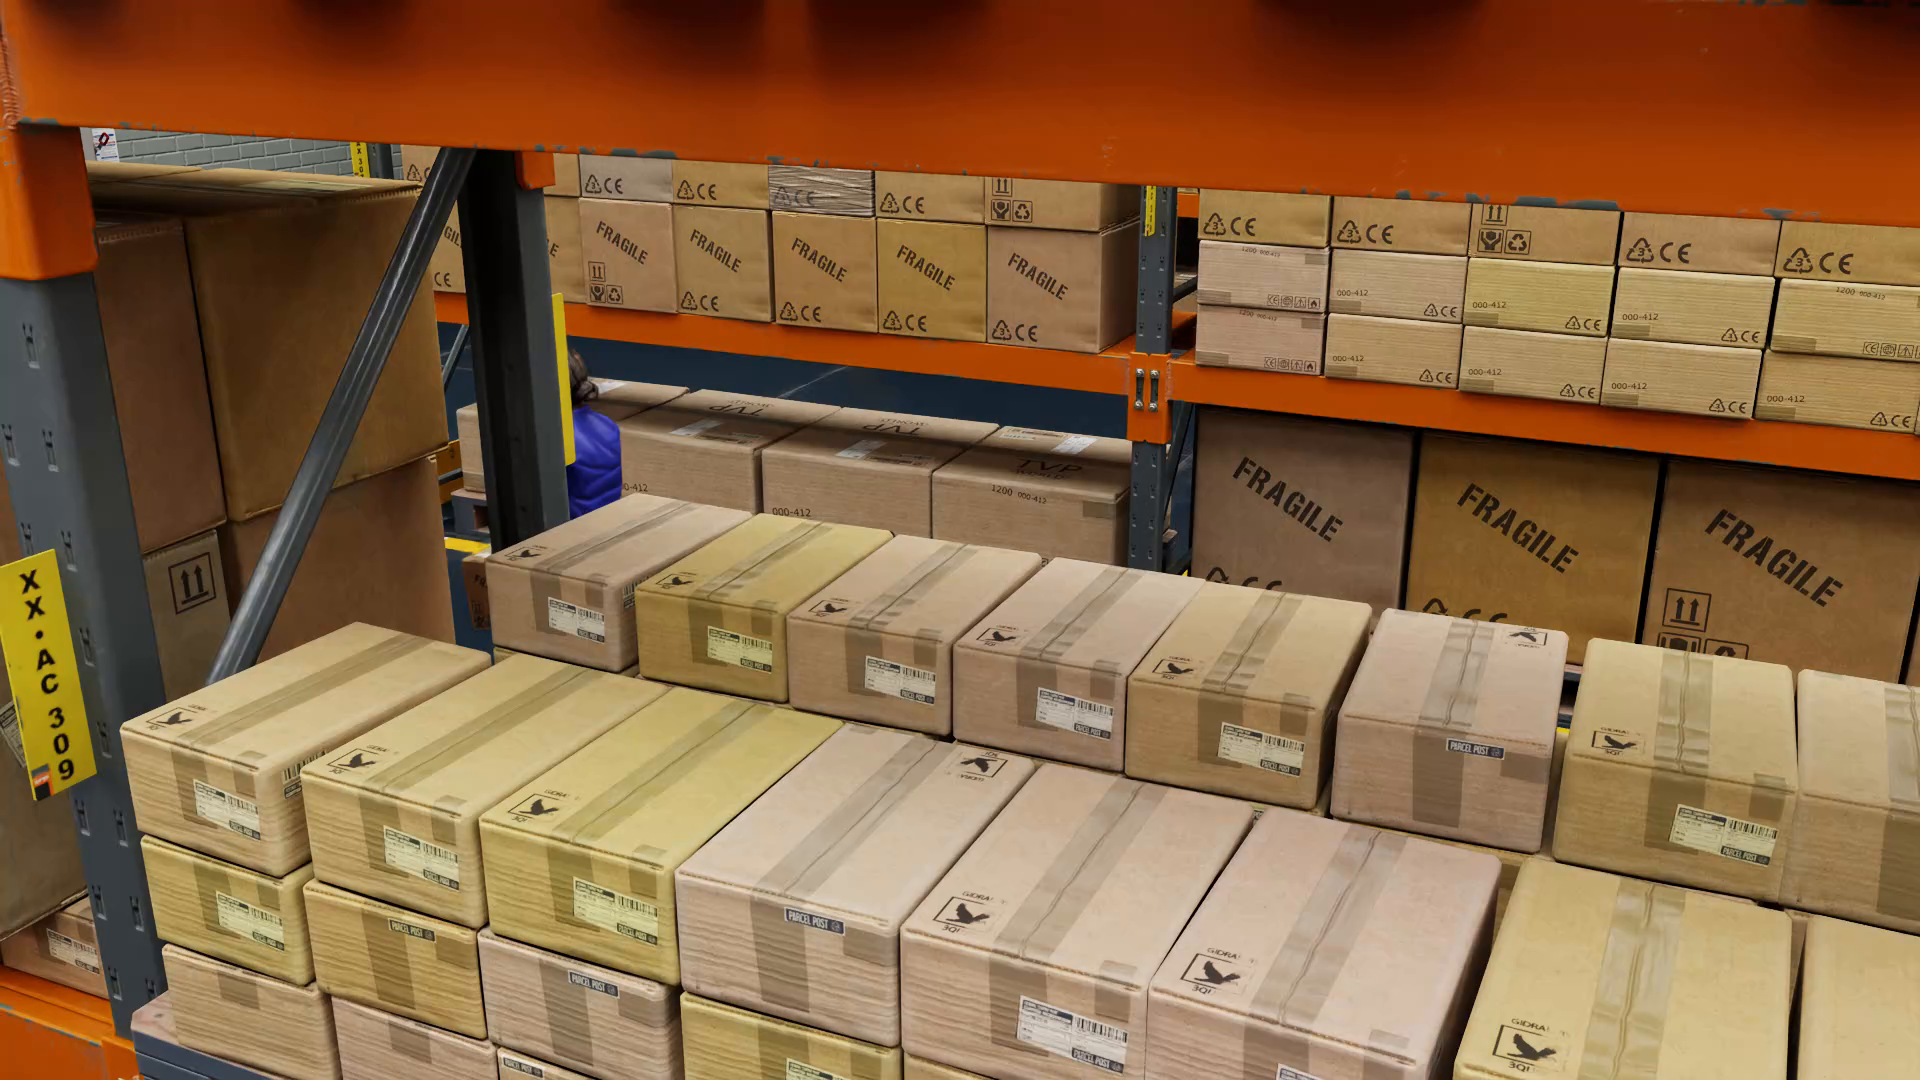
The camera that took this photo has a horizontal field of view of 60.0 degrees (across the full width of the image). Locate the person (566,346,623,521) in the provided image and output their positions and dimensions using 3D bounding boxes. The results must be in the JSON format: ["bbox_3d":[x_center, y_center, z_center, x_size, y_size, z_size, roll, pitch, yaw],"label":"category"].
[{"bbox_3d":[-1.327,0.150,5.631,0.405,1.663,0.479,8,21,22],"label":"person"}]
